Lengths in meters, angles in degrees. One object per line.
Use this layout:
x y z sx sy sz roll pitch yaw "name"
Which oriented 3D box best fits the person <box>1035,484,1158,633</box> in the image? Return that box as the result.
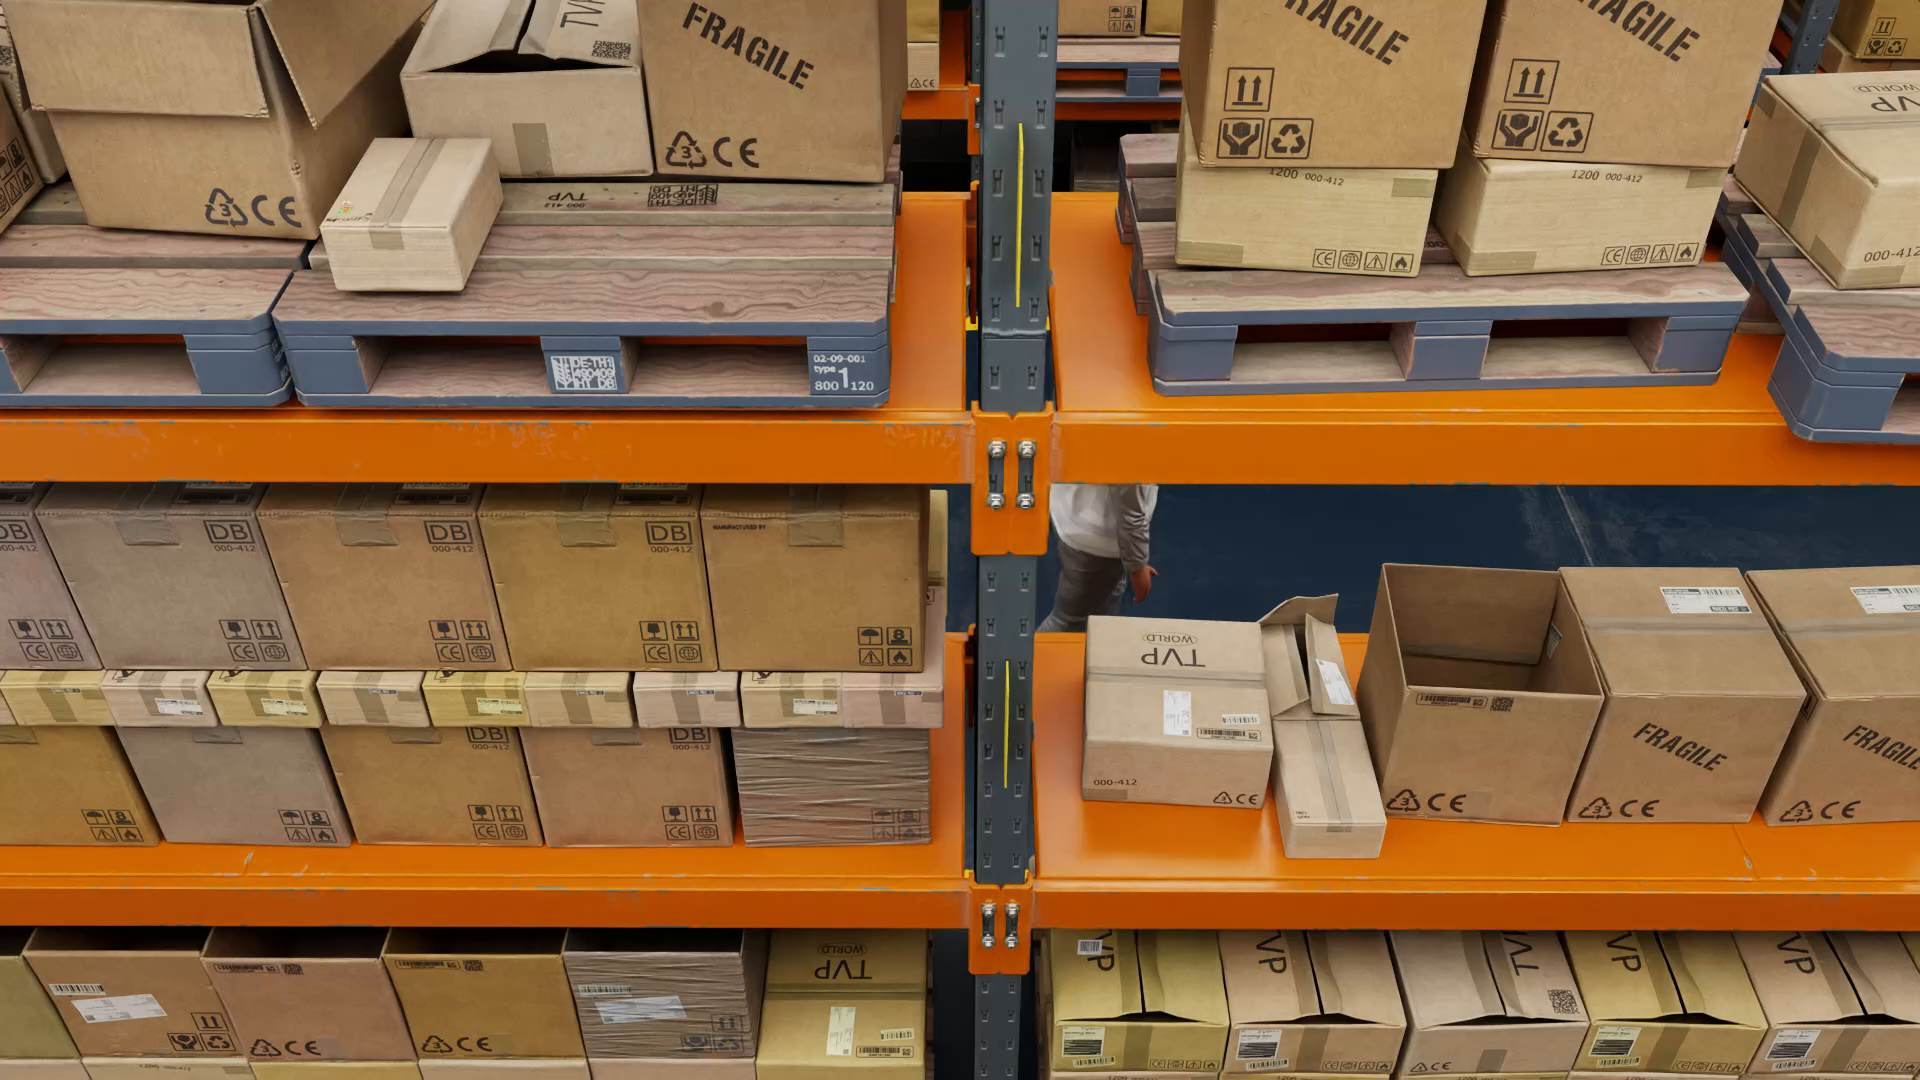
0.481 -0.017 6.183 0.572 1.824 0.557 -7 40 -8 "person"
